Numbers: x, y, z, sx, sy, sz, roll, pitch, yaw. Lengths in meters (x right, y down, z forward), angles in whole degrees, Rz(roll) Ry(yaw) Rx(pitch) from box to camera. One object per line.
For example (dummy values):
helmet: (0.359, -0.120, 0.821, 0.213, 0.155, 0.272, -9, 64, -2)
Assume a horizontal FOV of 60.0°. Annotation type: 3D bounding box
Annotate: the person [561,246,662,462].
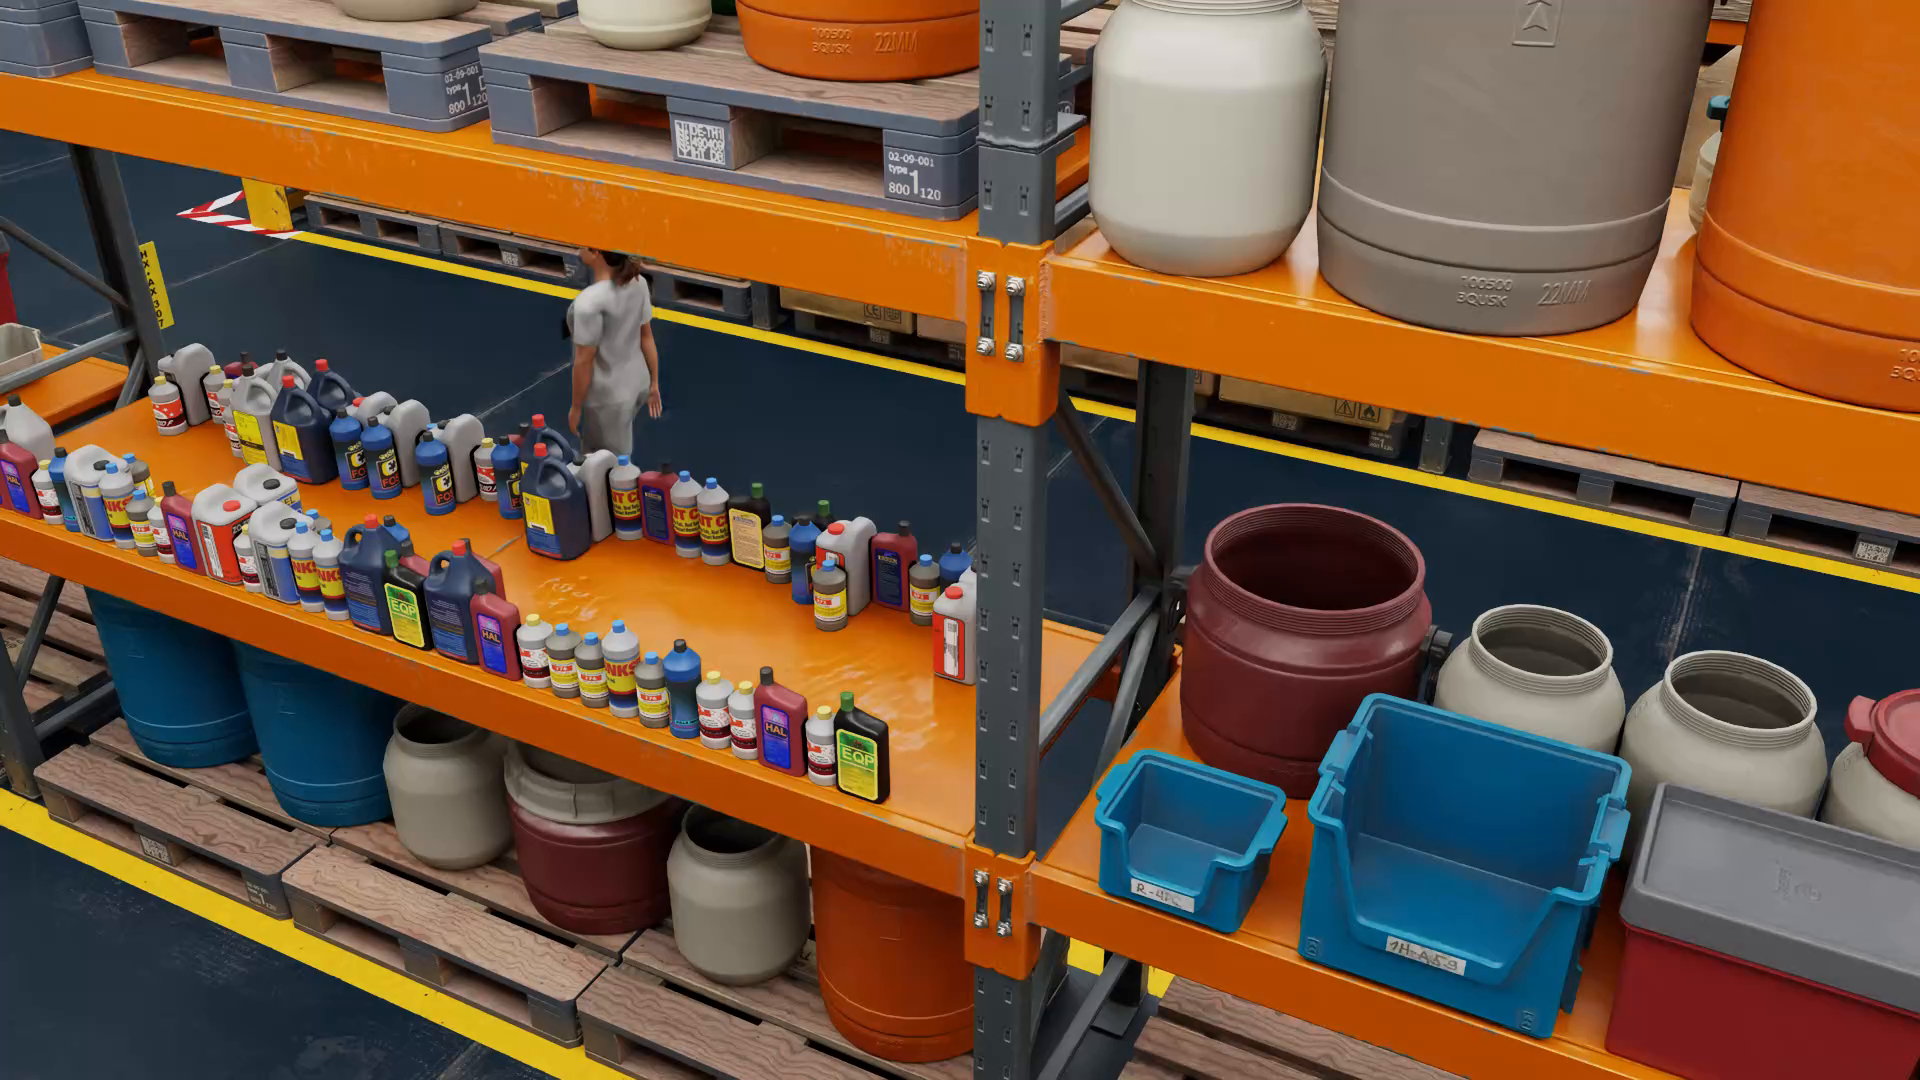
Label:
person: (-1.452, -0.613, 7.177, 0.886, 1.632, 0.452, 12, 32, 20)
